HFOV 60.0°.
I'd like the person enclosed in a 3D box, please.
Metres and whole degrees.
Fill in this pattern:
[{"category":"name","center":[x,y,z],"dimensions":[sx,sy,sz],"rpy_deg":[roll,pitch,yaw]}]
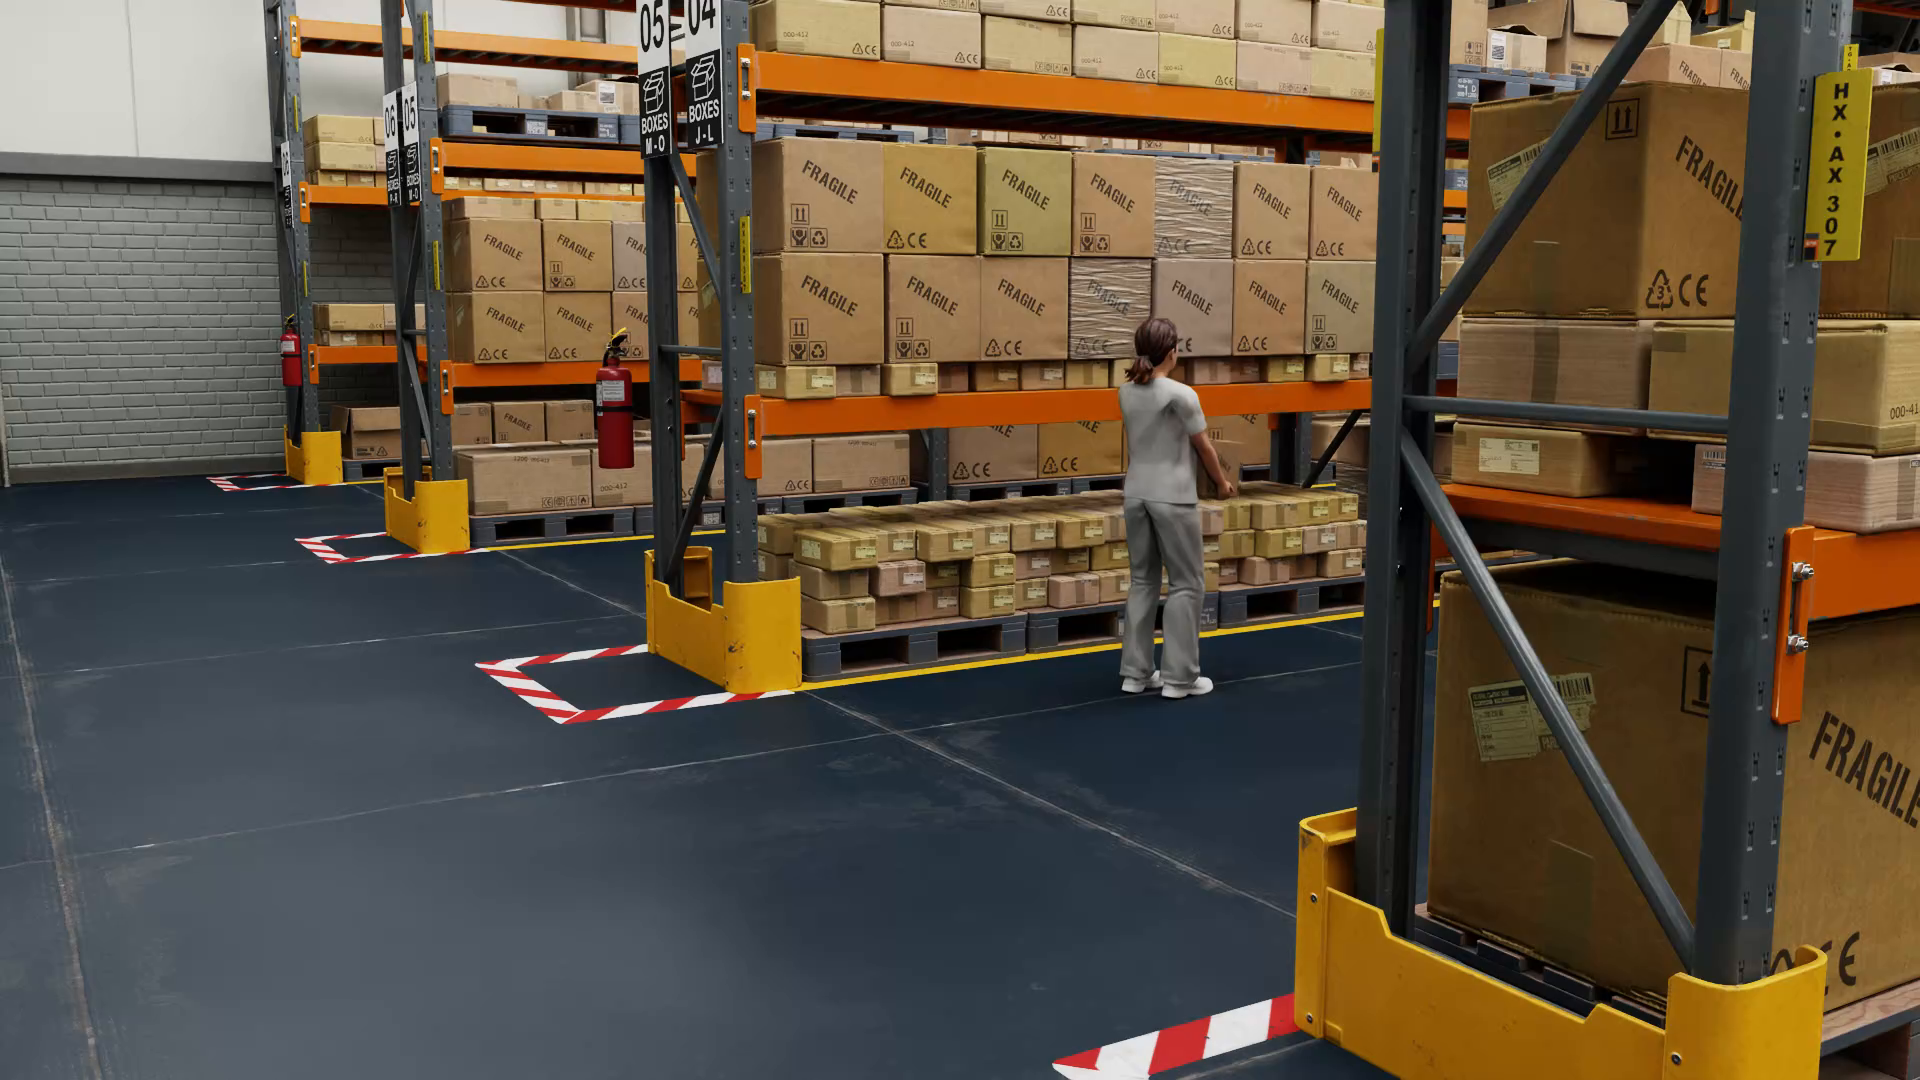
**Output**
[{"category":"person","center":[0.936,-0.143,7.365],"dimensions":[0.535,1.668,0.431],"rpy_deg":[-8,11,-43]}]
